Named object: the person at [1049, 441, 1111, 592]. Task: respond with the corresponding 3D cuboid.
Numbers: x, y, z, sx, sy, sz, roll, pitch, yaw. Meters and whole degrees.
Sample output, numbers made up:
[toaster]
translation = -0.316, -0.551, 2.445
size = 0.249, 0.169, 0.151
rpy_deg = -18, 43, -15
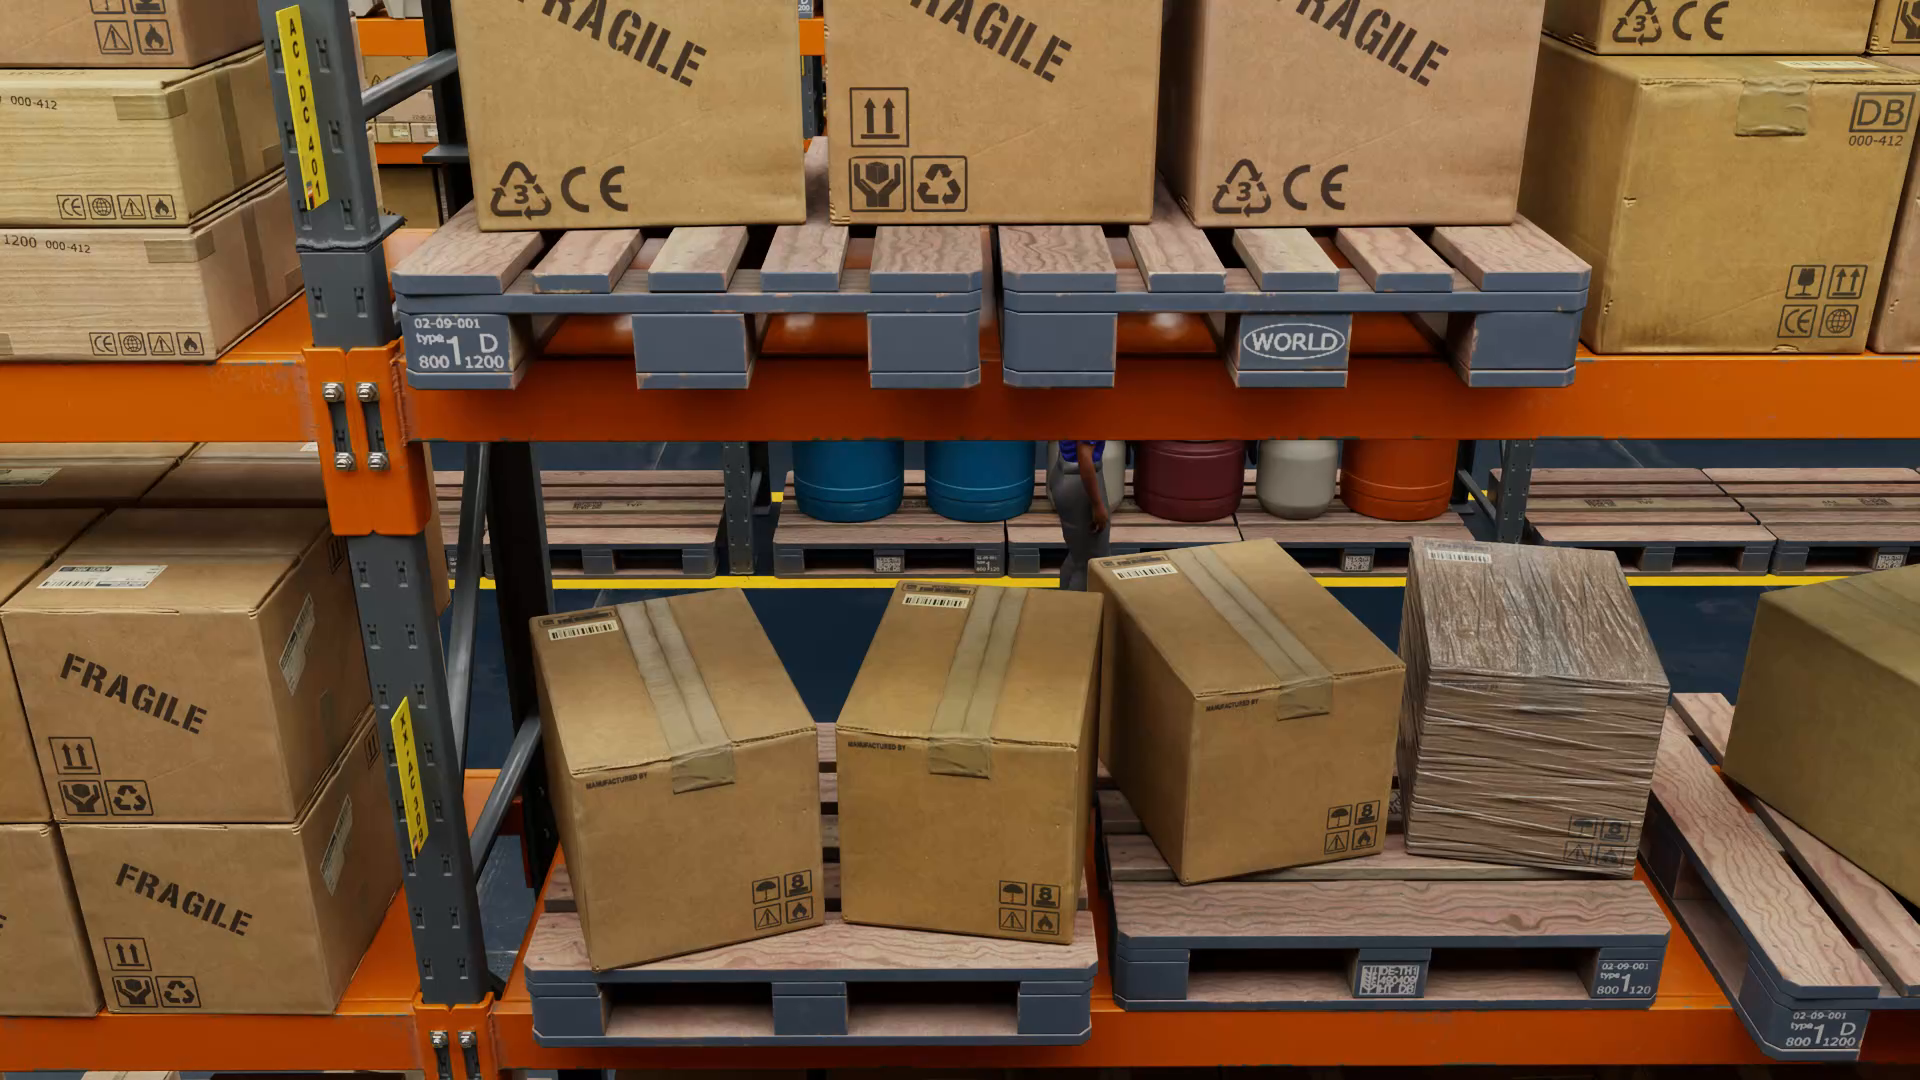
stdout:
[person]
translation = 0.589, -0.225, 7.626
size = 0.351, 1.640, 0.512
rpy_deg = -1, 24, -1
